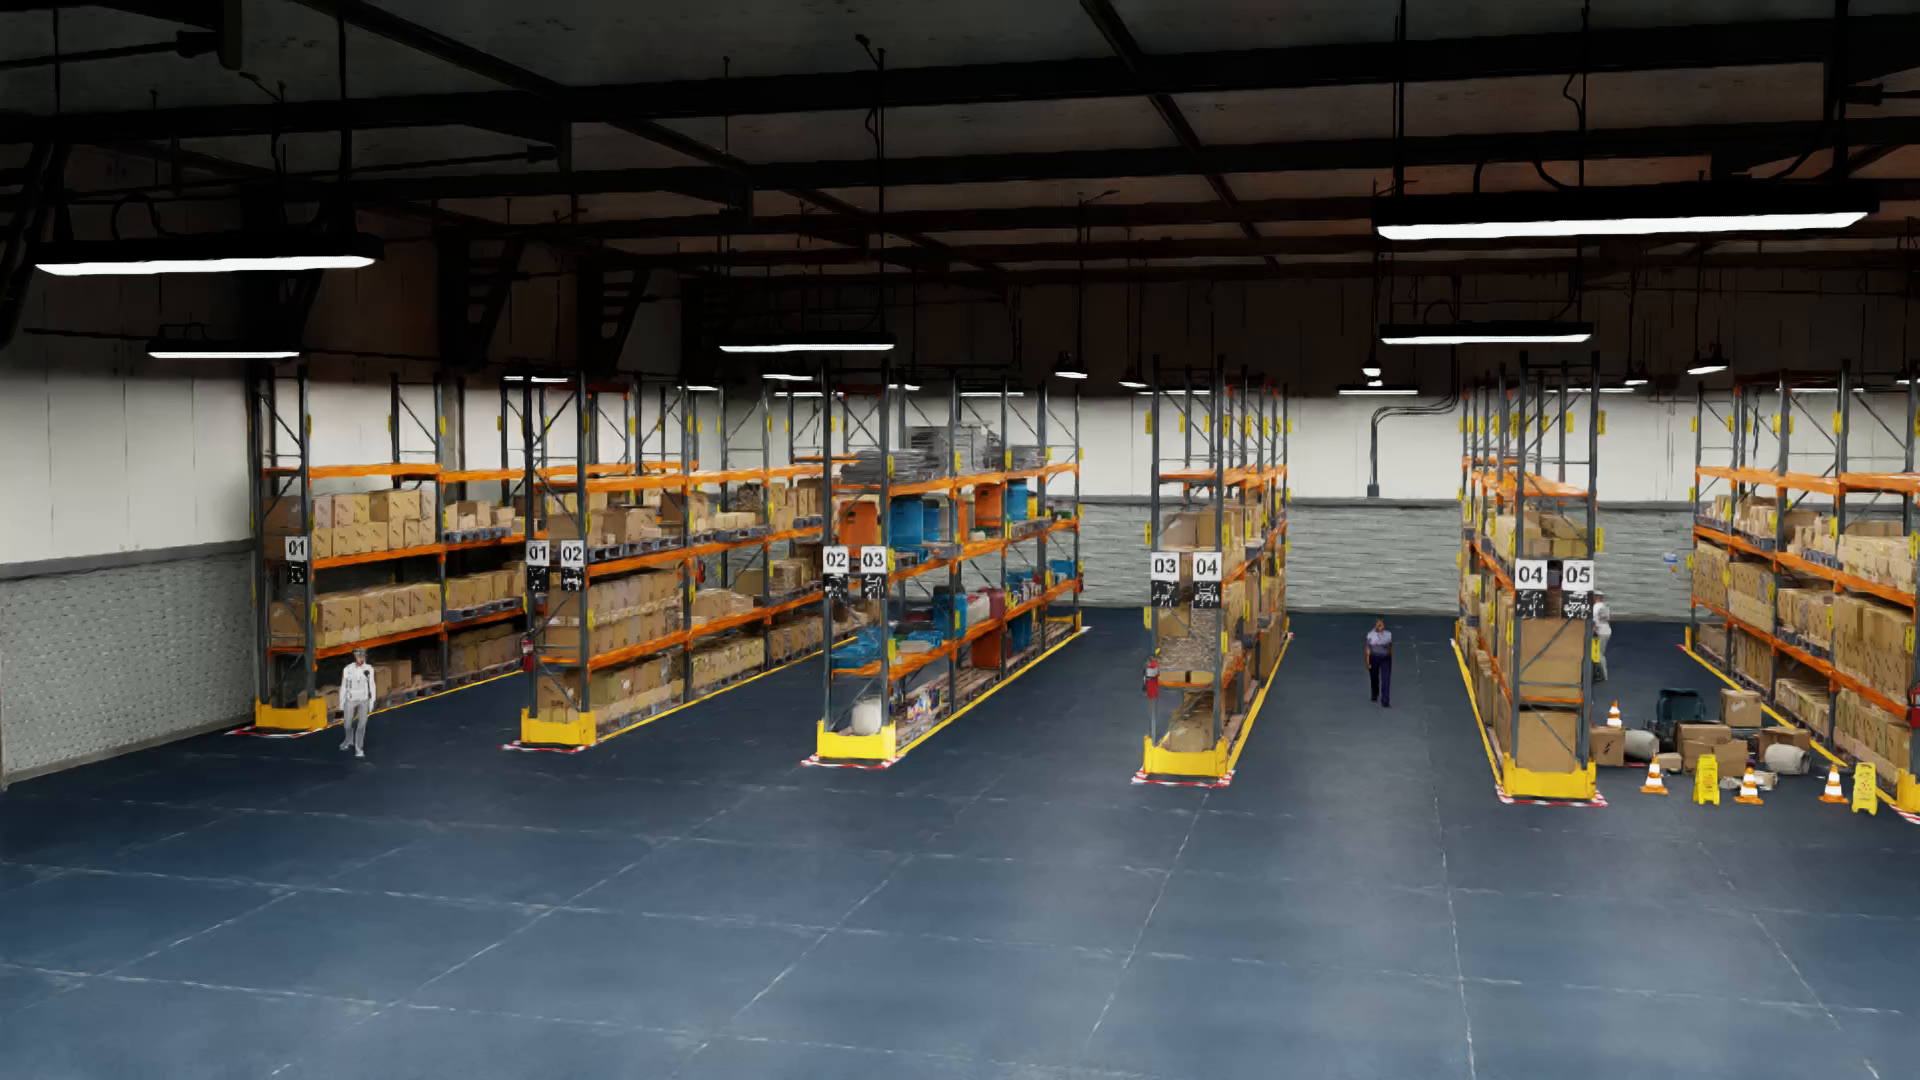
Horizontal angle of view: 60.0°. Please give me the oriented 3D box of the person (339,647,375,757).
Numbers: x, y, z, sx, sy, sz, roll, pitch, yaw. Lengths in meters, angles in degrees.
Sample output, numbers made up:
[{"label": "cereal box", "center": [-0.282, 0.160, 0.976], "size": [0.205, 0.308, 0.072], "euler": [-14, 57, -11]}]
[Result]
[{"label": "person", "center": [-9.148, 2.433, 25.225], "size": [0.533, 1.671, 0.522], "euler": [-2, 4, -23]}]

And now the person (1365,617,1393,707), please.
[{"label": "person", "center": [7.486, 2.154, 29.751], "size": [0.479, 1.567, 1.090], "euler": [1, 4, 17]}]

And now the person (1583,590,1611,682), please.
[{"label": "person", "center": [12.474, 1.866, 32.604], "size": [0.654, 1.748, 0.574], "euler": [-4, 6, -45]}]
